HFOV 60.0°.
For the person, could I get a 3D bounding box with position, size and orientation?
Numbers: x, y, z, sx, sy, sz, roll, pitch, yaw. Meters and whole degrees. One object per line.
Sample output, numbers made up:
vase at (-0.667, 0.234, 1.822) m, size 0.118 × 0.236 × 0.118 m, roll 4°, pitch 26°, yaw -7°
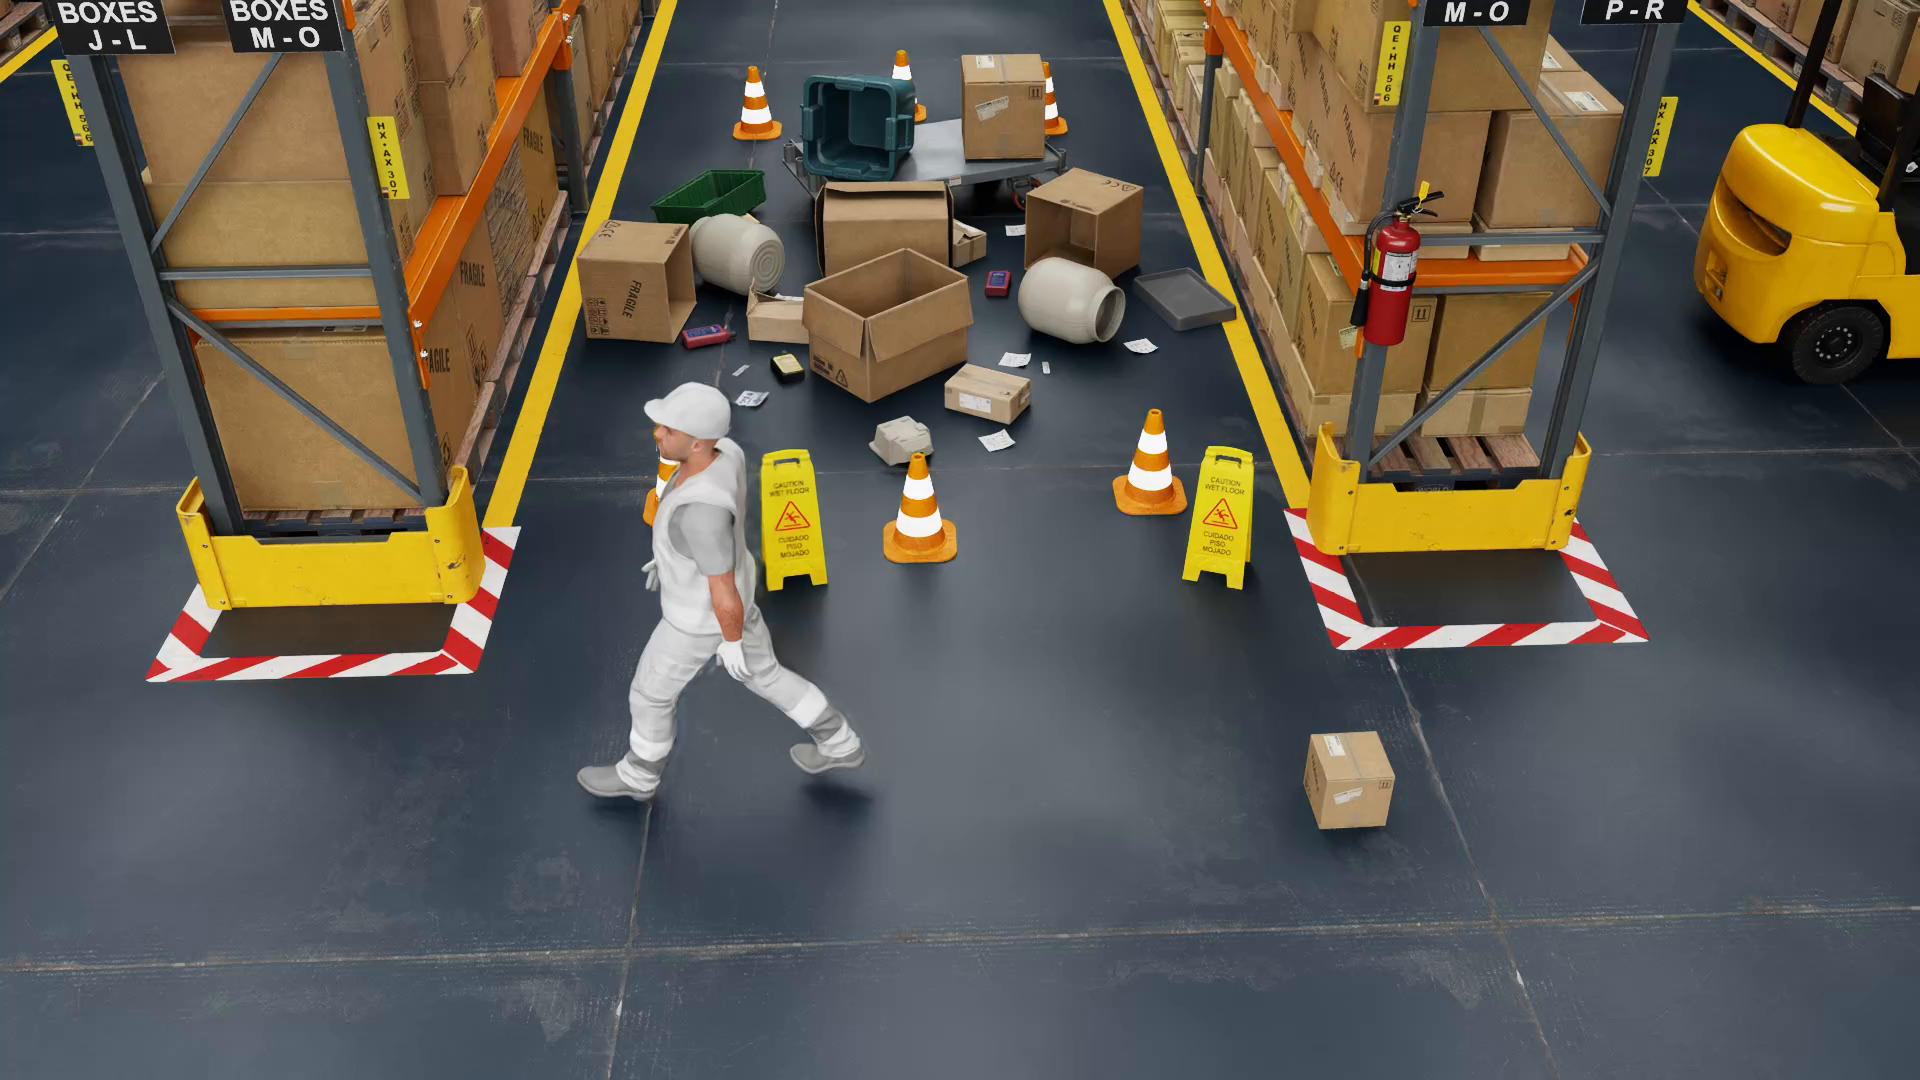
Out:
person at (-0.894, 0.212, 5.823) m, size 1.074 × 1.743 × 0.530 m, roll 3°, pitch 35°, yaw 5°
